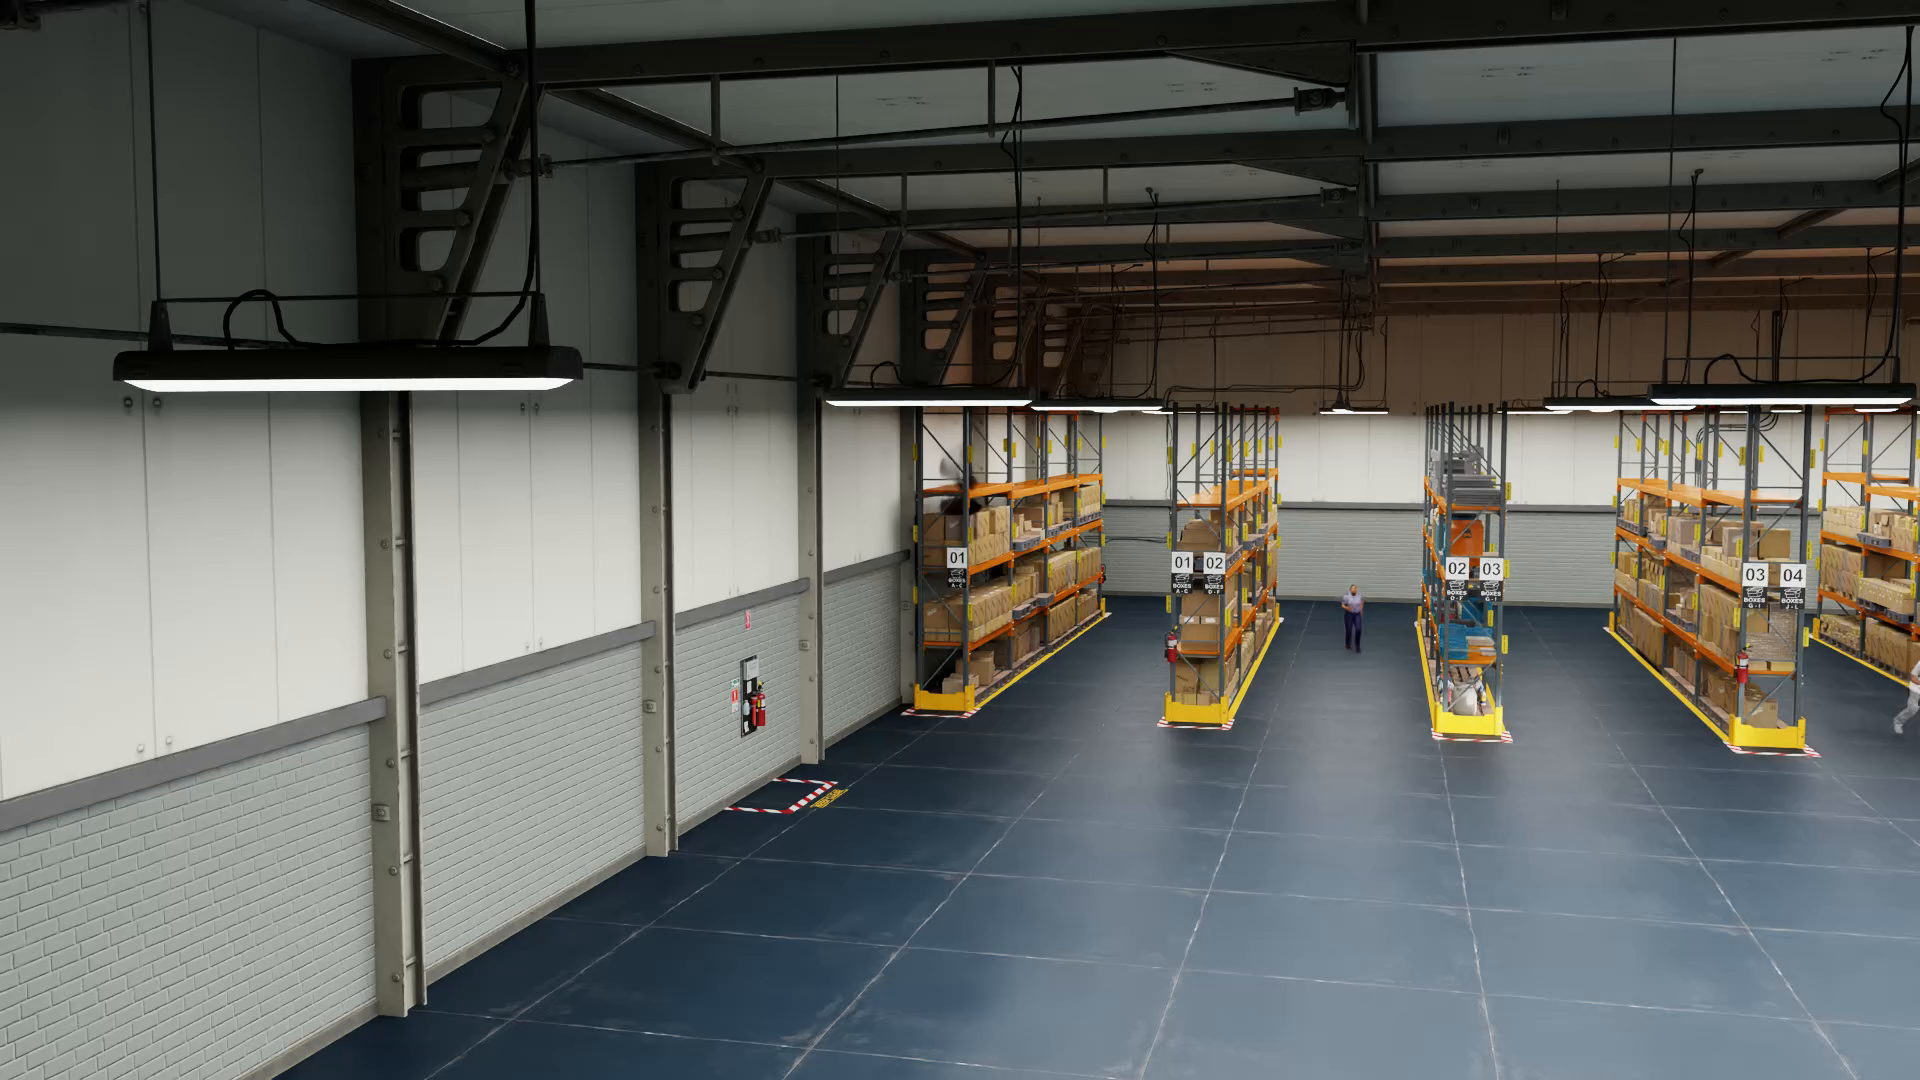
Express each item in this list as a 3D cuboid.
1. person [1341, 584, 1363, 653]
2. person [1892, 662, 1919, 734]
[{"bbox_3d":[9.590,1.923,40.626,0.550,1.708,0.780,1,4,7],"label":"person"},{"bbox_3d":[16.953,2.728,29.375,0.728,1.730,1.054,-1,4,-16],"label":"person"}]
